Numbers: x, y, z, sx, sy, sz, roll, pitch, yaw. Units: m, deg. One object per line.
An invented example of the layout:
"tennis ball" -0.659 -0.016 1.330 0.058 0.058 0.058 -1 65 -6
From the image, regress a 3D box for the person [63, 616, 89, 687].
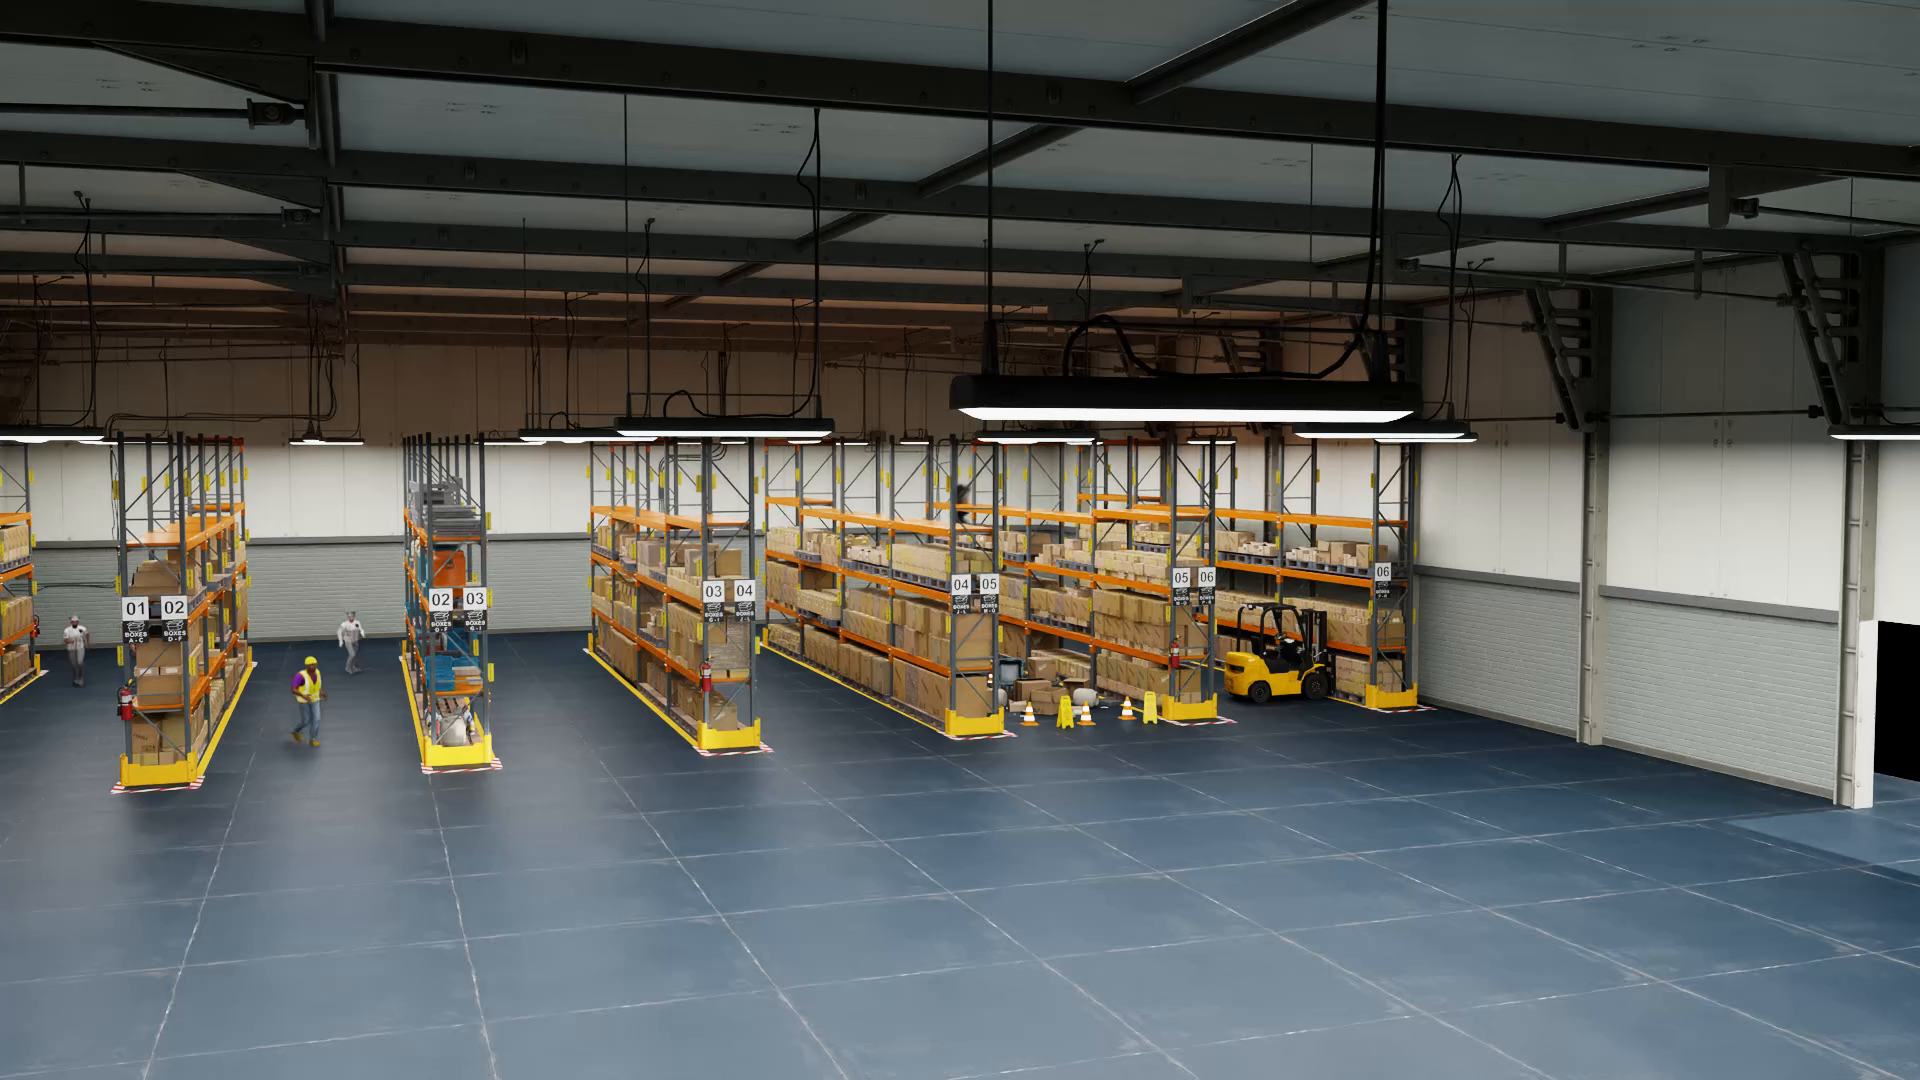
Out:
"person" -21.264 2.669 40.011 0.517 1.730 0.809 -1 3 -21

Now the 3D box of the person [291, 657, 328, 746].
"person" -12.589 3.093 31.996 0.832 1.720 0.696 3 4 39

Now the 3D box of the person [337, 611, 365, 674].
"person" -15.430 2.614 42.294 0.789 1.639 0.612 2 4 33

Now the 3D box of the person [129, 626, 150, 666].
"person" -20.039 2.623 40.731 0.740 1.690 0.924 -3 4 -44
